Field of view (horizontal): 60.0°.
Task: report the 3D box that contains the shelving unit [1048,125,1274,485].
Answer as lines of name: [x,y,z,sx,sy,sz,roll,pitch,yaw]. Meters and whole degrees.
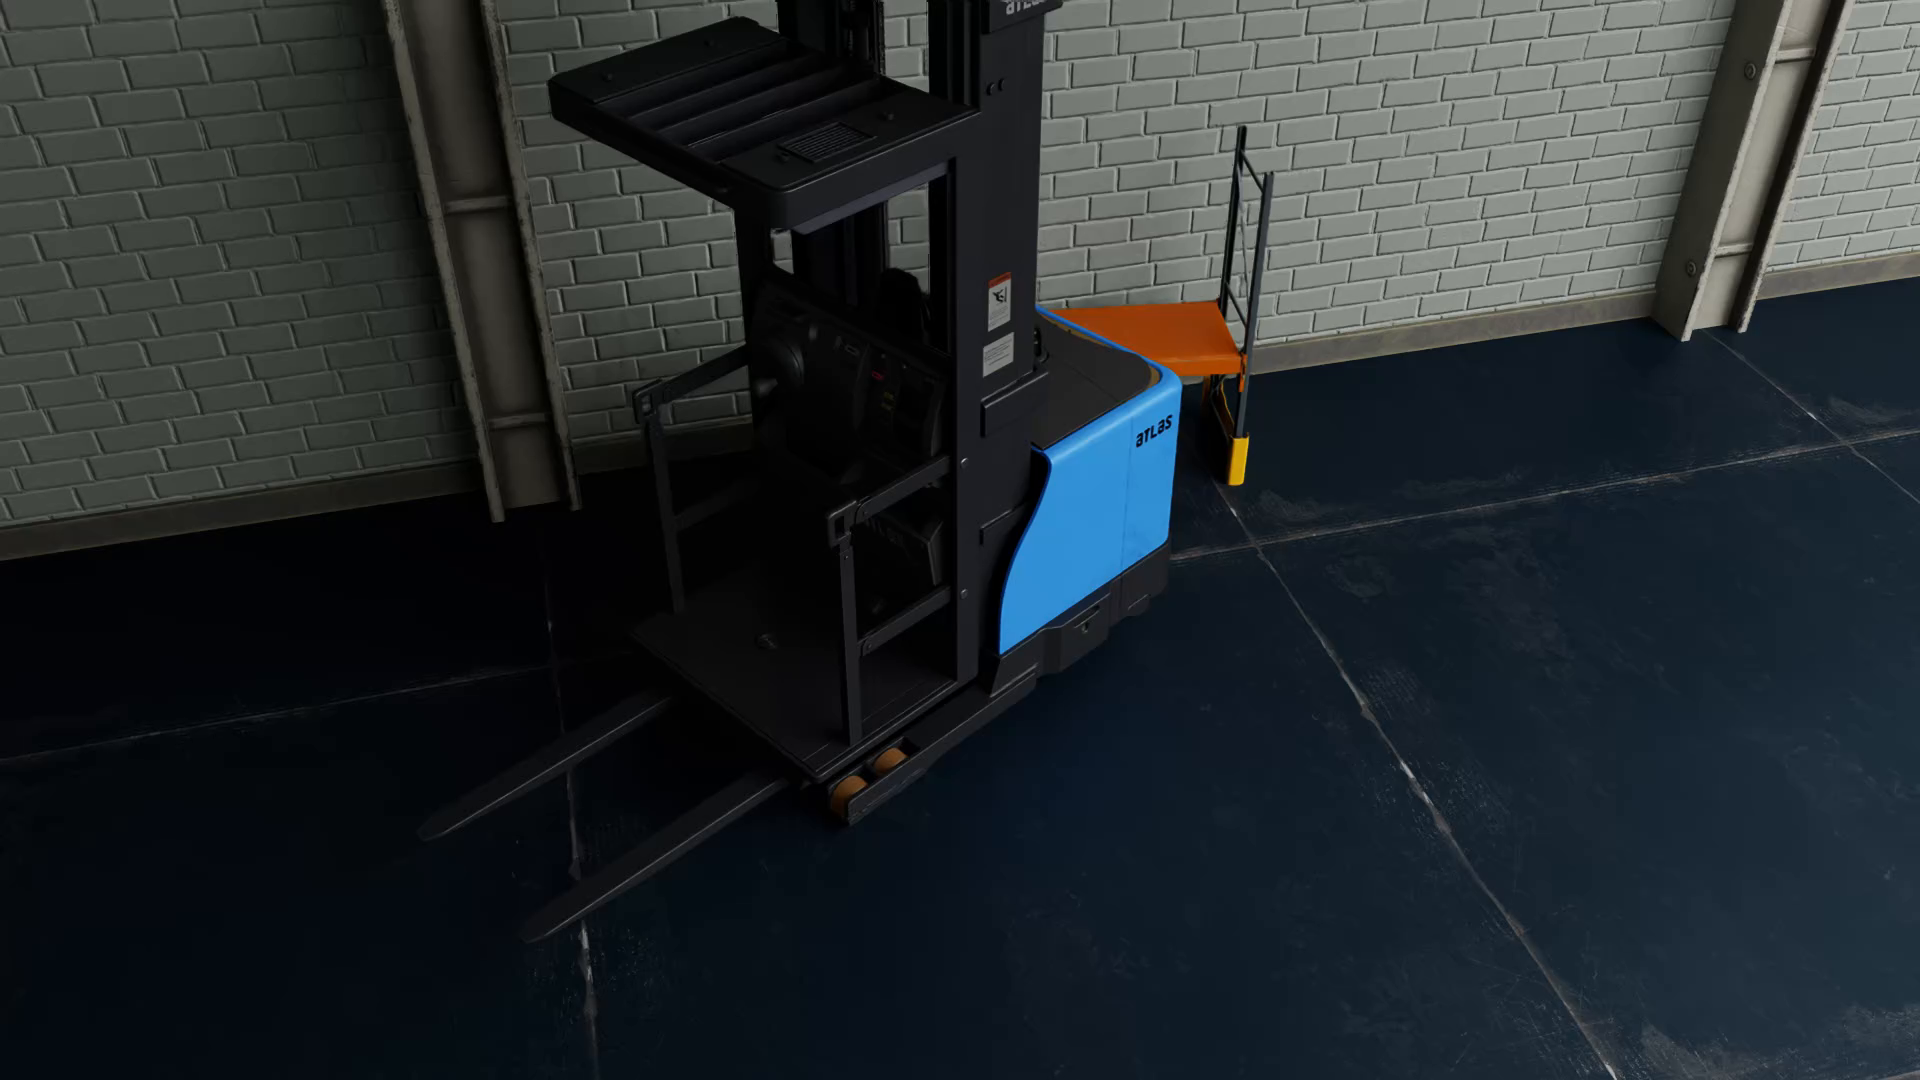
shelving unit: [0.731,-0.993,7.313,1.083,1.500,0.587,-4,38,-5]

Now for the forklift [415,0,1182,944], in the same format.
forklift: [-0.535,-0.513,5.508,1.130,2.935,3.031,31,47,34]

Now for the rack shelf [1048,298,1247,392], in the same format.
rack shelf: [0.722,-0.849,7.422,1.000,0.185,0.538,-4,38,-5]

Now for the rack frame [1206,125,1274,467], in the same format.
rack frame: [1.227,-1.025,7.355,0.032,1.500,0.500,-4,38,-5]

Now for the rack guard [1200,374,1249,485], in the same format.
rack guard: [1.226,-0.528,7.735,0.087,0.250,0.587,-4,38,-5]

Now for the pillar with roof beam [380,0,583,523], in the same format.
pillar with roof beam: [-0.796,-1.246,1.473,0.400,9.000,9.100,-9,38,-12]

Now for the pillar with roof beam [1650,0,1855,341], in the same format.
pillar with roof beam: [4.997,-2.197,2.715,0.400,9.000,9.100,-9,38,-12]
